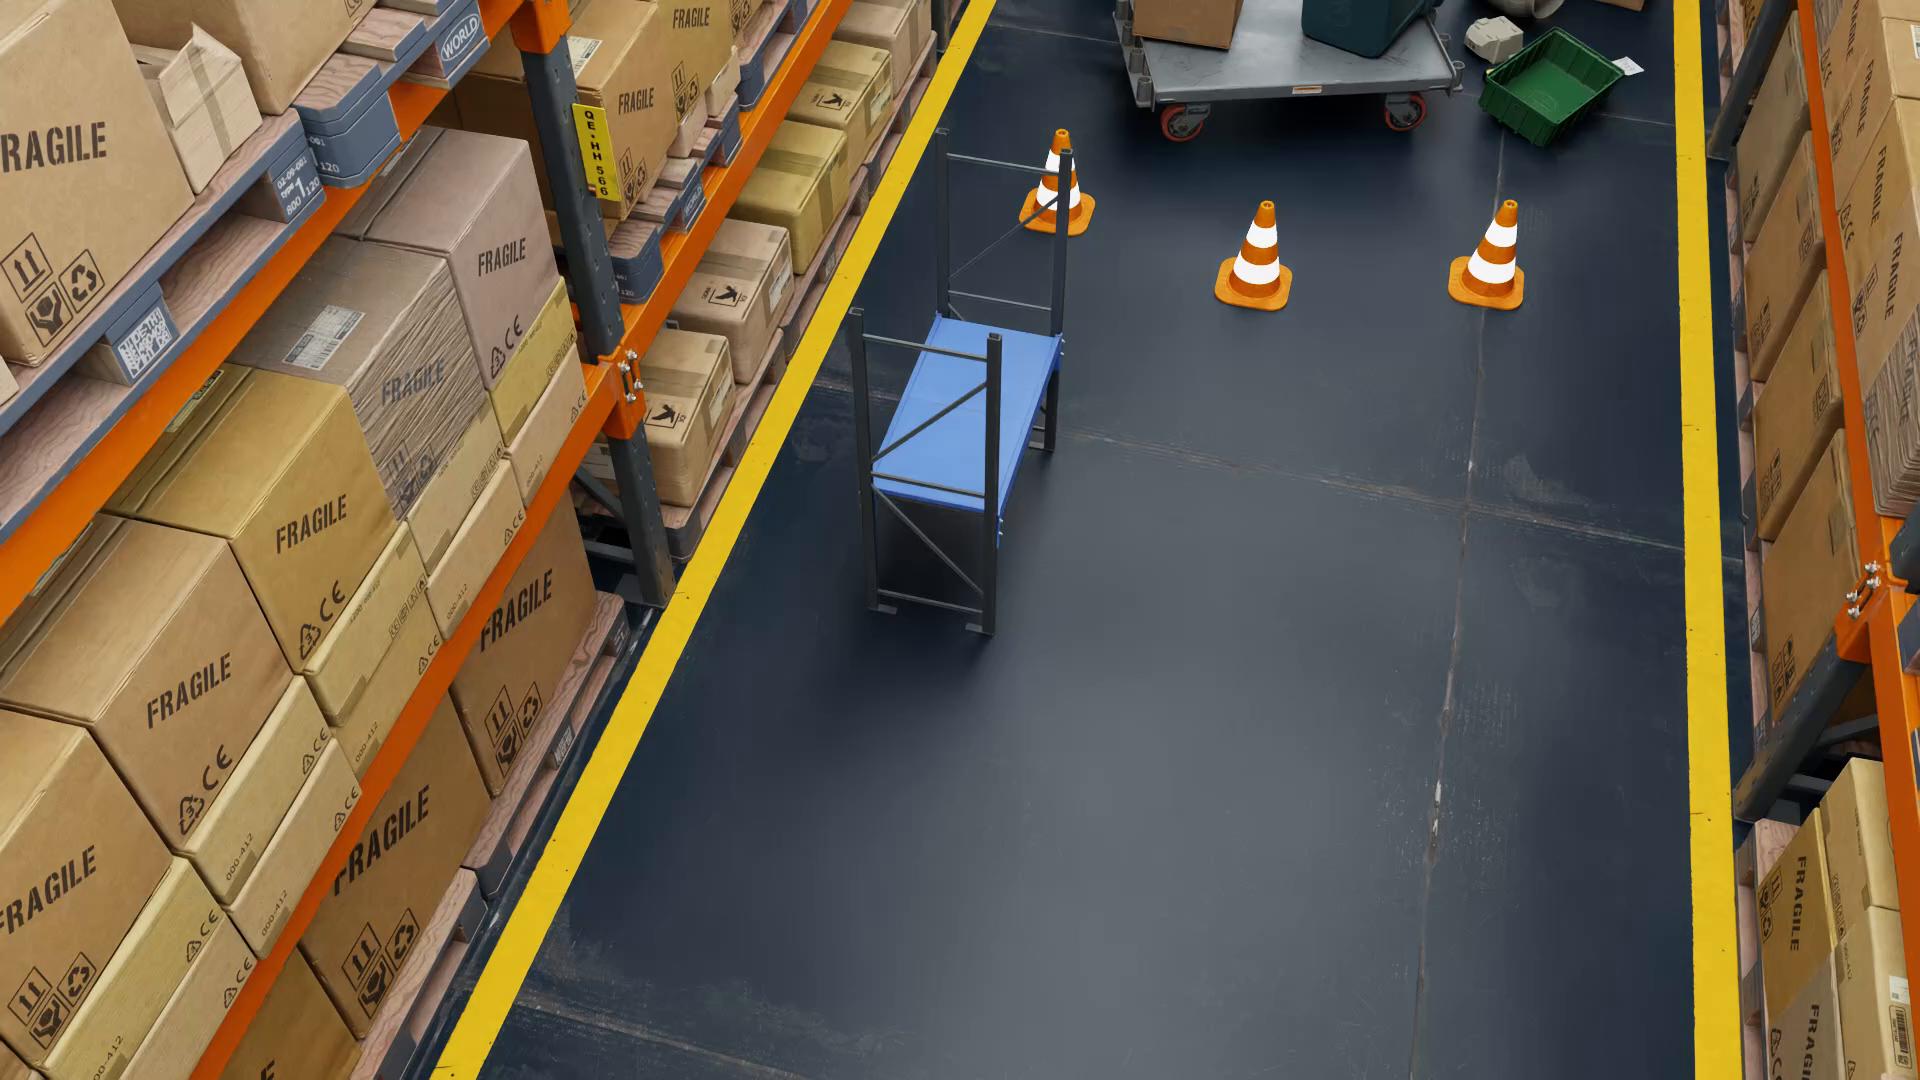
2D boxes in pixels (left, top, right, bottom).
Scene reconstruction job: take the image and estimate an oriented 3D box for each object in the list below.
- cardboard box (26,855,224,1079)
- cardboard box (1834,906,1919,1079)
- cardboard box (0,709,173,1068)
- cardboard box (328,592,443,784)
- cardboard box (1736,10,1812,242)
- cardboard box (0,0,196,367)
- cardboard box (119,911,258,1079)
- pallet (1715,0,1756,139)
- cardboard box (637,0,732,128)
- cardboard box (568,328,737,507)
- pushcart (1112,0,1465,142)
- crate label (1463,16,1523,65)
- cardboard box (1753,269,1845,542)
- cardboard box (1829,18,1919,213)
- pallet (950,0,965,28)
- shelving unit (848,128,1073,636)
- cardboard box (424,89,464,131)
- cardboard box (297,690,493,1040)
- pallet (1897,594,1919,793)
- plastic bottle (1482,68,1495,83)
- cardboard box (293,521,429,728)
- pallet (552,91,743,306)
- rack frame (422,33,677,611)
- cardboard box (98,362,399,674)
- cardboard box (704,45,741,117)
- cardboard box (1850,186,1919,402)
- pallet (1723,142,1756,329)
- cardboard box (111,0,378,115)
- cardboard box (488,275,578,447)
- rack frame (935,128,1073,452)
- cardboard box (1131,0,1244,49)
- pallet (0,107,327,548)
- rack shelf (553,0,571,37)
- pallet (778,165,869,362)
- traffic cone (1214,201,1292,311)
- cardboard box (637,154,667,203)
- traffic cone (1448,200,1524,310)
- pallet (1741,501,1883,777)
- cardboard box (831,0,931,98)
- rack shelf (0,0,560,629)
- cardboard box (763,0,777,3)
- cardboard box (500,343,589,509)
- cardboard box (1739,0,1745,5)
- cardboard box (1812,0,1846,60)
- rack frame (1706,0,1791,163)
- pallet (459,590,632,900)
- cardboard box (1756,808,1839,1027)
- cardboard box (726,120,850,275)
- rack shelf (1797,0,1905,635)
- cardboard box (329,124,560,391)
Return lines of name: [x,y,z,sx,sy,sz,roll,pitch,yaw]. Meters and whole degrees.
cardboard box: [-2.002,0.910,3.631,0.500,0.250,0.500,12,50,11]
cardboard box: [2.648,1.299,4.408,0.500,0.250,0.500,11,49,10]
cardboard box: [-2.023,0.670,3.343,0.500,0.500,0.500,10,49,9]
cardboard box: [-1.755,0.338,4.470,0.500,0.250,0.500,11,50,10]
cardboard box: [4.173,-1.780,7.459,1.050,0.750,0.750,11,50,10]
cardboard box: [-1.789,-0.695,2.934,0.500,0.500,0.500,12,50,10]
cardboard box: [-2.003,1.072,3.822,0.500,0.250,0.500,11,50,10]
pallet: [4.525,-2.464,8.702,1.003,0.211,1.213,12,50,10]
cardboard box: [-1.133,-1.791,5.704,0.500,0.500,0.500,14,50,12]
cardboard box: [-1.447,-0.538,6.616,0.950,0.372,0.625,9,49,7]
pushcart: [1.660,-2.474,8.601,1.648,0.377,0.936,-4,49,-3]
crate label: [2.880,-2.704,8.964,0.298,0.136,0.250,-19,51,-16]
cardboard box: [3.671,-0.409,6.249,1.050,0.750,0.750,12,50,11]
cardboard box: [3.451,-1.464,5.894,0.500,0.500,0.500,12,50,11]
pallet: [-0.410,-3.325,9.463,1.003,0.211,1.213,12,50,10]
shelving unit: [0.022,-0.558,6.161,0.538,1.500,1.048,12,50,10]
cardboard box: [-1.754,-1.516,5.461,0.500,0.500,0.500,10,49,9]
cardboard box: [-2.106,0.829,5.073,0.875,0.875,0.875,12,50,10]
pallet: [3.112,0.642,4.230,1.213,0.211,1.003,12,50,10]
plastic bottle: [2.866,-2.377,8.726,0.133,0.061,0.283,-11,50,-10]
cardboard box: [-1.734,0.168,4.286,0.500,0.250,0.500,10,49,9]
pallet: [-1.520,-1.335,5.975,1.213,0.211,1.003,12,50,10]
rack frame: [-1.605,-0.862,5.429,1.000,3.000,0.127,12,50,10]
cardboard box: [-1.753,-0.070,3.996,0.500,0.500,0.500,12,50,10]
cardboard box: [-1.025,-1.698,6.054,0.380,0.149,0.250,12,50,10]
cardboard box: [3.189,-0.731,5.247,0.500,0.500,0.500,12,50,10]
pallet: [4.119,-1.356,7.725,1.003,0.211,1.213,12,50,10]
cardboard box: [-1.683,-1.273,3.444,0.700,0.500,0.500,9,49,8]
cardboard box: [-1.488,-0.577,4.944,0.500,0.250,0.500,11,50,10]
rack frame: [0.156,-0.926,6.486,0.500,1.500,0.032,12,50,10]
cardboard box: [1.173,-2.849,8.345,0.500,0.500,0.500,12,50,10]
pallet: [-2.015,-0.507,3.241,1.003,0.211,1.213,14,50,12]
rack shelf: [-1.079,-3.063,5.851,1.077,0.370,4.000,12,50,10]
pallet: [-1.075,-1.384,7.750,1.003,0.211,1.213,12,50,10]
traffic cone: [1.360,-1.336,7.539,0.336,0.463,0.334,12,50,10]
cardboard box: [-1.234,-1.314,5.716,0.380,0.149,0.250,9,49,8]
traffic cone: [2.440,-1.340,7.543,0.336,0.463,0.334,12,50,10]
pallet: [3.477,0.409,6.167,1.003,0.211,1.213,12,50,10]
cardboard box: [-0.688,-2.645,8.475,0.950,0.372,0.625,12,50,11]
rack shelf: [-2.132,-0.170,3.297,1.077,0.370,4.000,12,50,10]
cardboard box: [-0.868,-2.276,6.564,0.380,0.149,0.250,13,50,11]
cardboard box: [-1.488,-0.396,5.117,0.500,0.250,0.500,10,49,9]
cardboard box: [4.716,-3.381,8.790,0.875,0.875,0.875,12,50,10]
cardboard box: [3.719,-2.192,6.536,0.500,0.500,0.500,12,50,10]
rack frame: [4.250,-2.852,7.185,1.000,3.000,0.127,12,50,10]
pallet: [-1.885,0.616,5.984,1.003,0.211,1.213,12,50,10]
cardboard box: [2.765,1.191,5.004,0.500,0.500,0.500,10,49,8]
cardboard box: [-1.055,-1.621,7.571,0.950,0.372,0.625,13,50,11]
rack shelf: [3.723,-1.167,6.178,1.077,0.370,4.000,12,50,10]
cardboard box: [-1.489,-0.801,4.641,0.500,0.500,0.500,10,49,9]
